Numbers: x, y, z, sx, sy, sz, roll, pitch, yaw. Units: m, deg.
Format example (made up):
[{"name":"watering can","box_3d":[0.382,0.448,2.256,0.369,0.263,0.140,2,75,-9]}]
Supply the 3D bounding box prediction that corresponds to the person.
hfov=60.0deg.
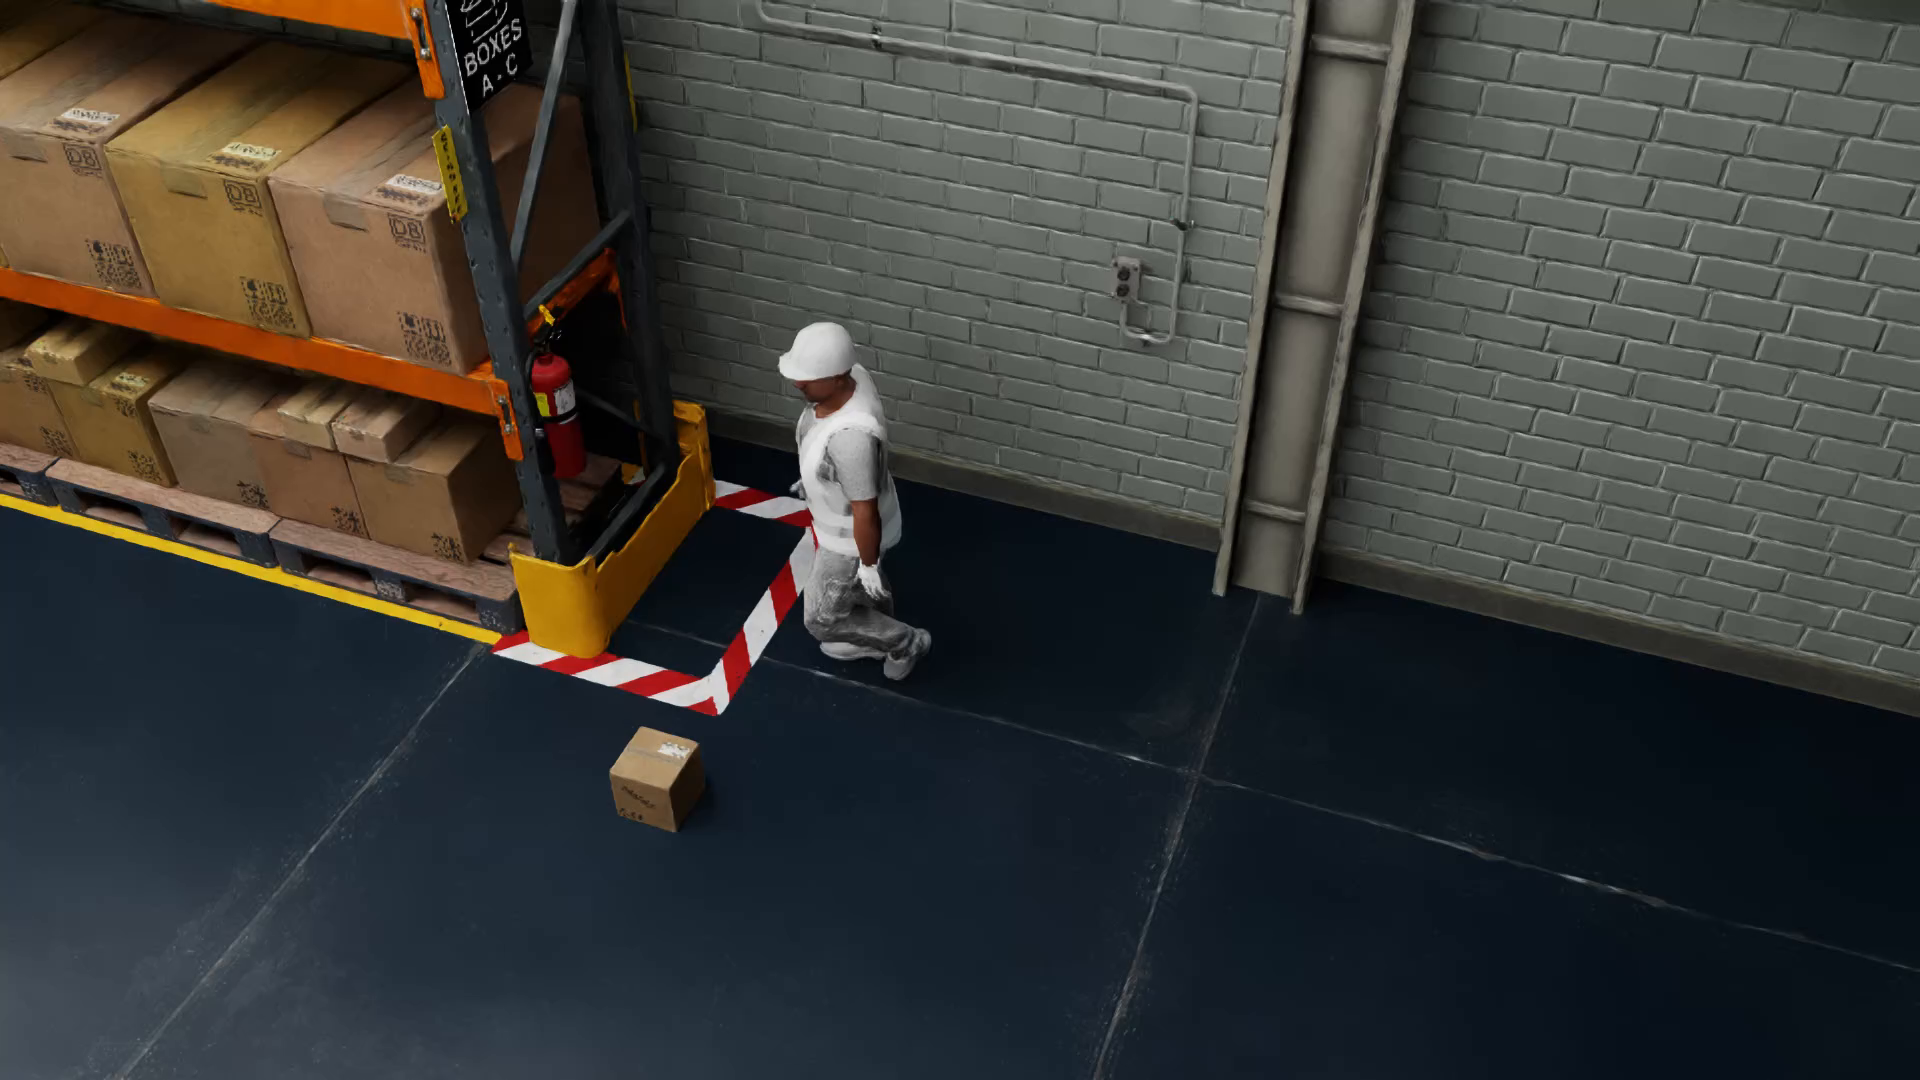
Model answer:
[{"name":"person","box_3d":[-0.374,-0.085,6.222,0.511,1.771,0.712,-6,41,-7]}]
